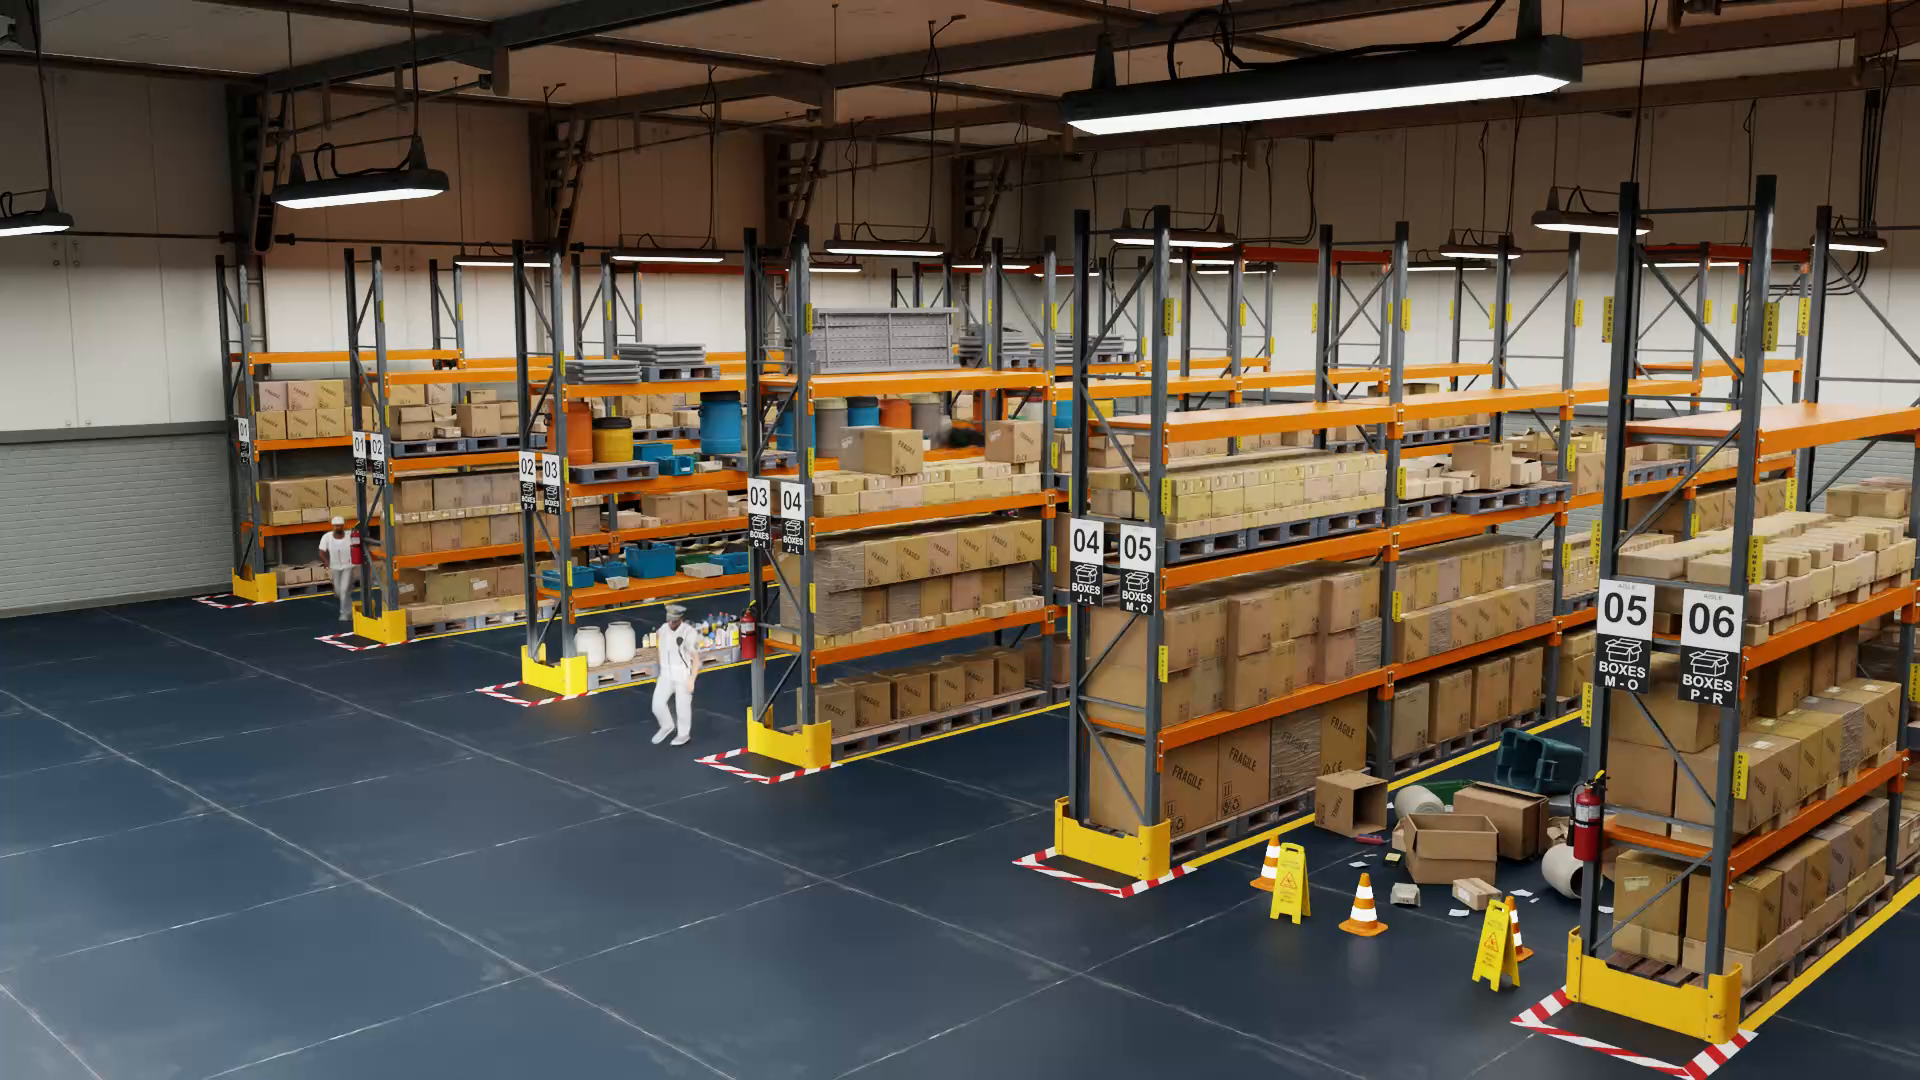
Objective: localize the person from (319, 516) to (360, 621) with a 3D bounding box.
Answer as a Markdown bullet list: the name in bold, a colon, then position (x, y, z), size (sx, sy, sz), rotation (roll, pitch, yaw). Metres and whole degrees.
- **person**: position (-10.177, 0.439, 27.442), size (0.696, 1.720, 0.833), rotation (-1, 8, -4)

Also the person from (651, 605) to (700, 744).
- **person**: position (-3.318, 1.570, 19.356), size (0.702, 1.712, 0.566), rotation (3, 9, 20)
